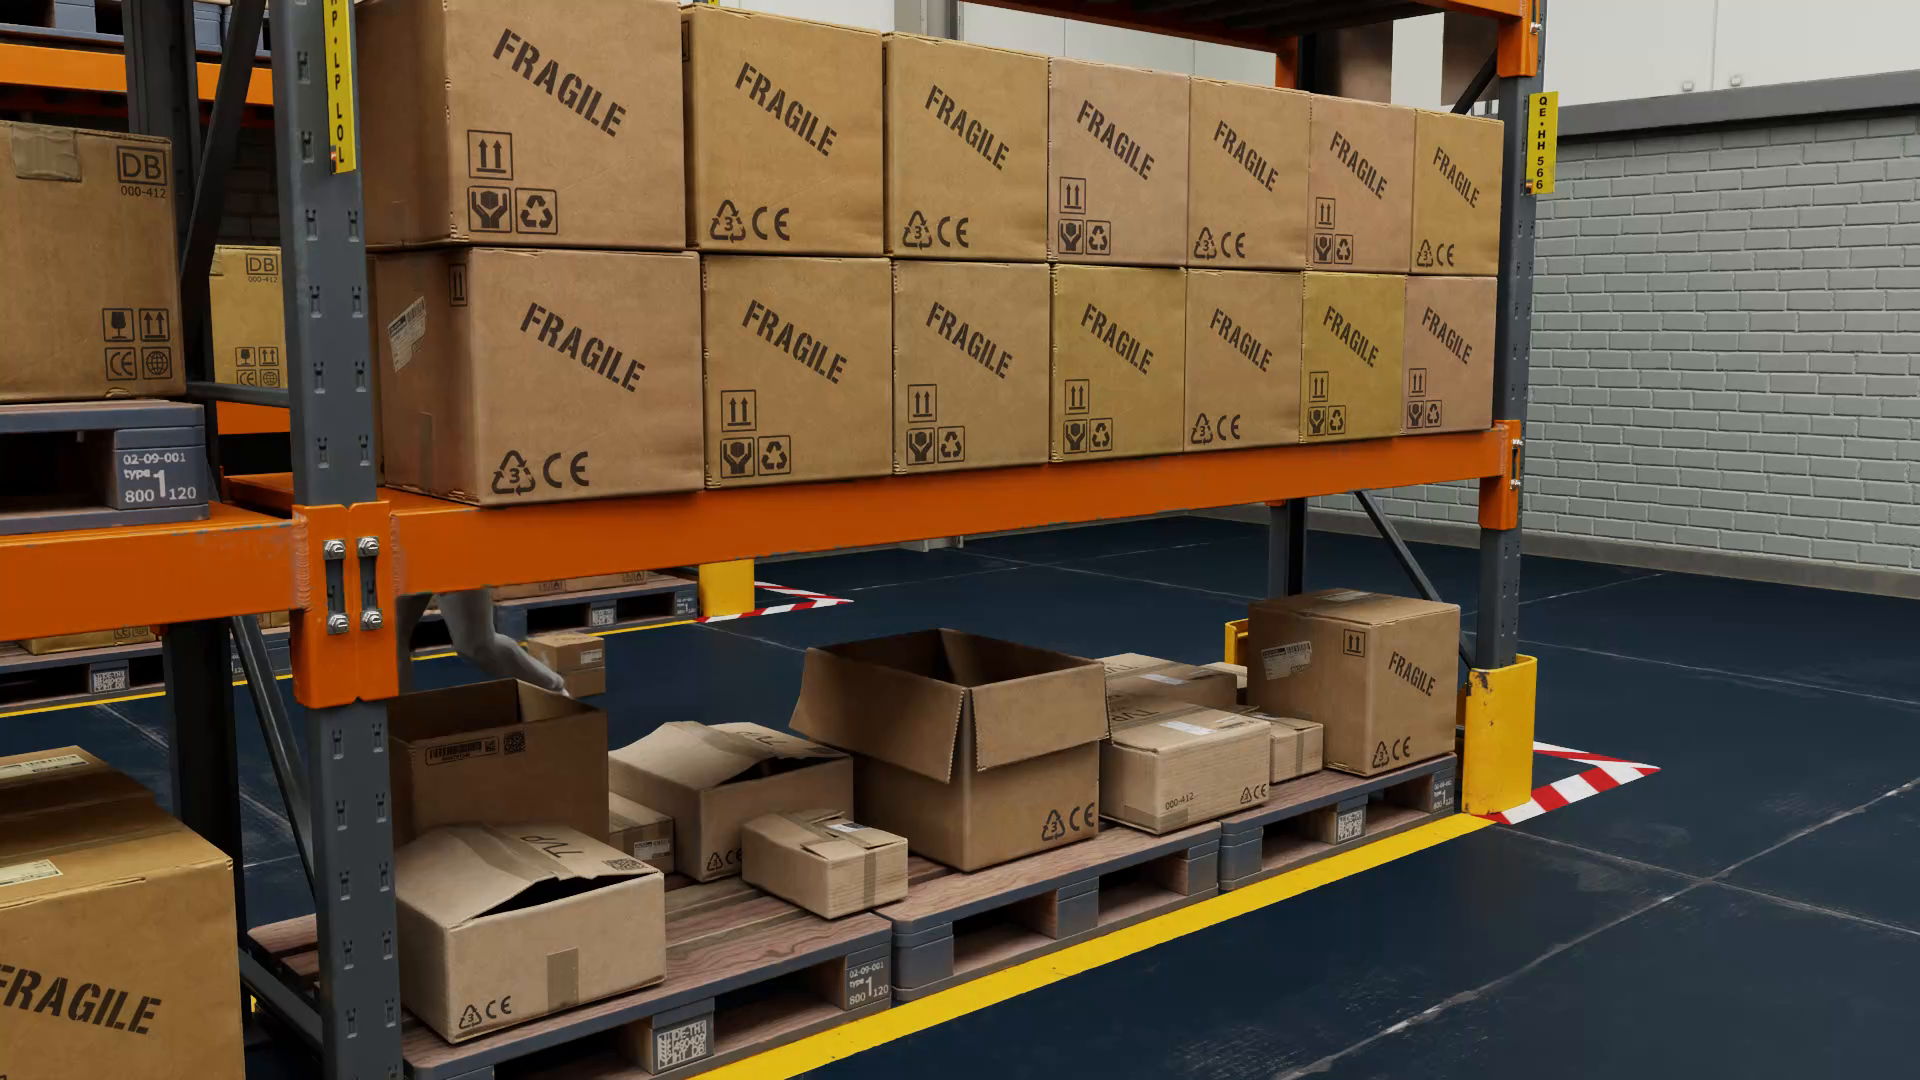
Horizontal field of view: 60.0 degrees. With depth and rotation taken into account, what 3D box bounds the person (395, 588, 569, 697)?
[{"bbox_3d":[-1.871,0.030,6.094,0.455,1.628,0.983,6,10,38],"label":"person"}]
